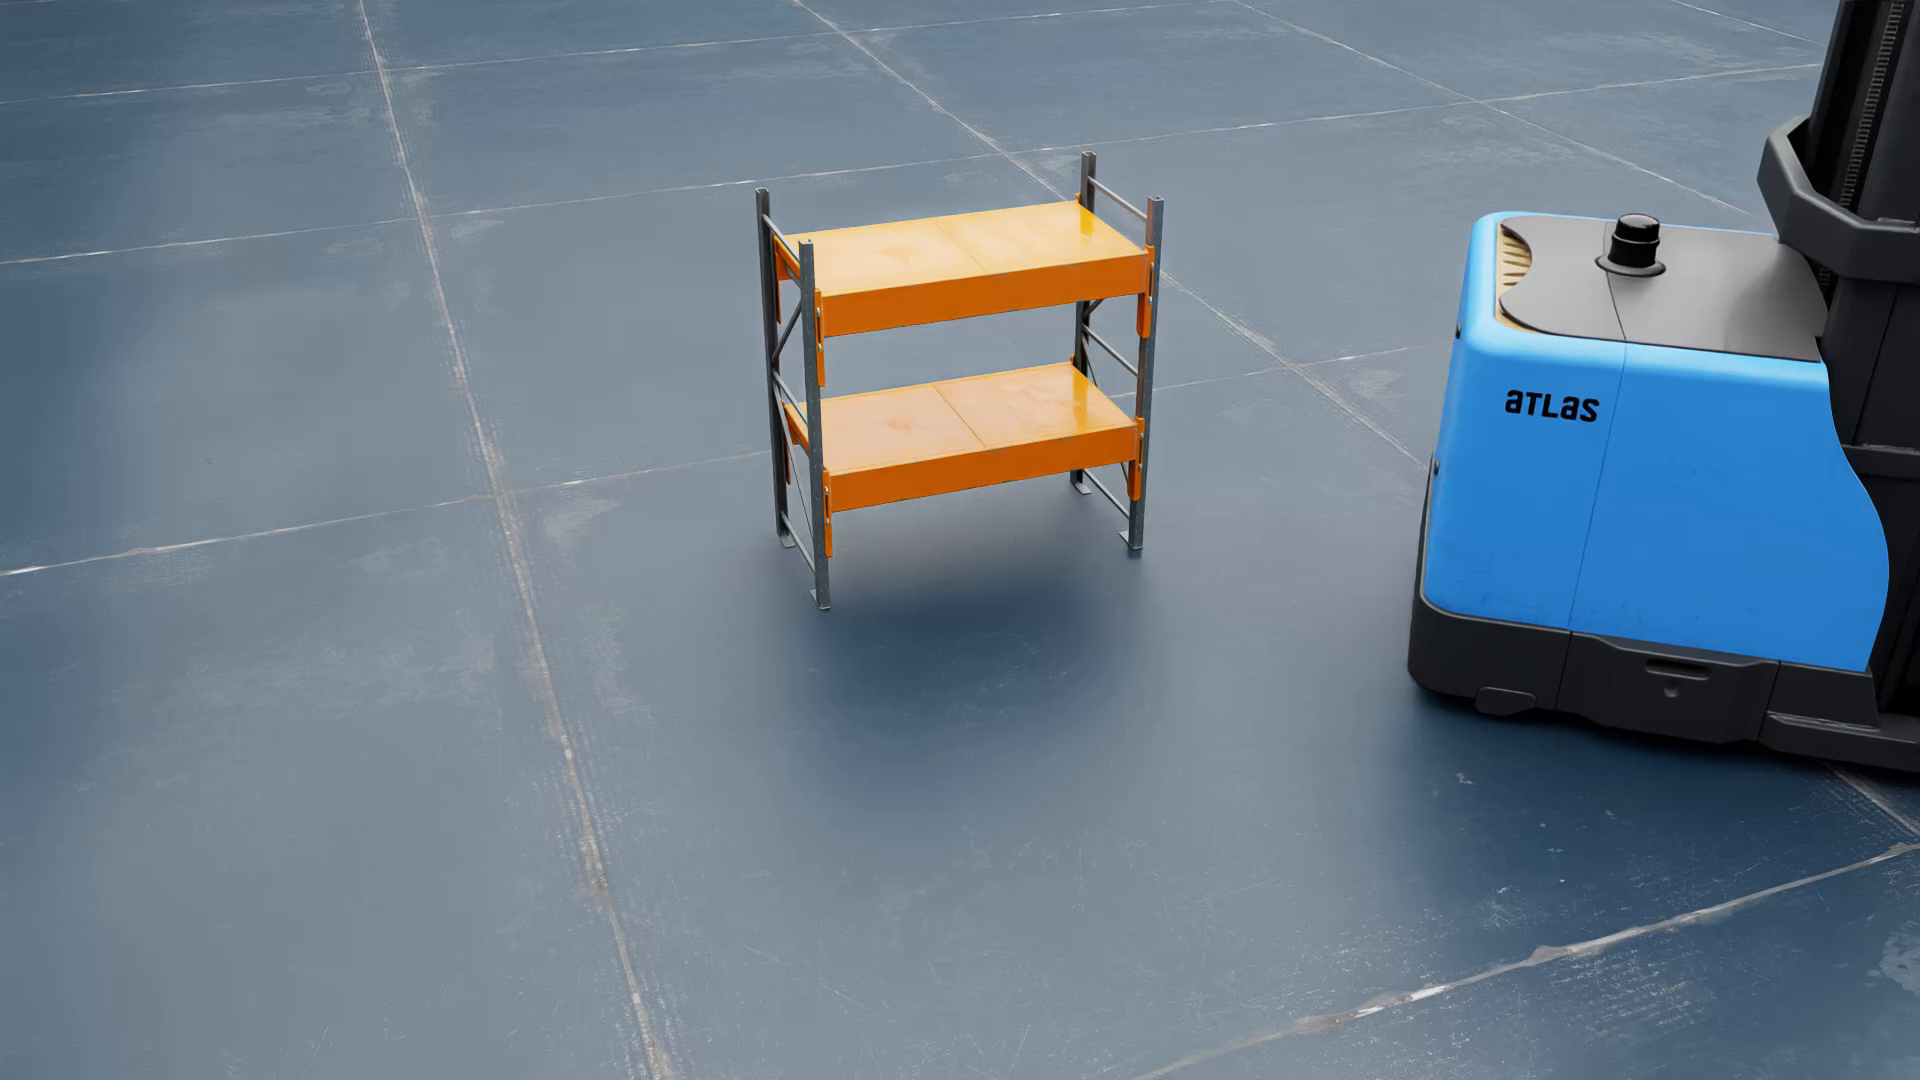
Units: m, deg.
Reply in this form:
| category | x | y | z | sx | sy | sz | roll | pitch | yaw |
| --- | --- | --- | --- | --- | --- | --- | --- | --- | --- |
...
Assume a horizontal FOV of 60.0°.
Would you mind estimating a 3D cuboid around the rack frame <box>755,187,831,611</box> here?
| category | x | y | z | sx | sy | sz | roll | pitch | yaw |
| --- | --- | --- | --- | --- | --- | --- | --- | --- | --- |
| rack frame | -0.483 | -0.400 | 4.815 | 0.032 | 1.125 | 0.500 | -10 | 31 | -18 |

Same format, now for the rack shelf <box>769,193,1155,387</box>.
| category | x | y | z | sx | sy | sz | roll | pitch | yaw |
| --- | --- | --- | --- | --- | --- | --- | --- | --- | --- |
| rack shelf | -0.006 | -0.742 | 4.825 | 1.000 | 0.278 | 0.538 | -10 | 31 | -18 |

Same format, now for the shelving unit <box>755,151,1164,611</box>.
| category | x | y | z | sx | sy | sz | roll | pitch | yaw |
| --- | --- | --- | --- | --- | --- | --- | --- | --- | --- |
| shelving unit | -0.006 | -0.488 | 4.969 | 1.048 | 1.125 | 0.538 | -10 | 31 | -18 |

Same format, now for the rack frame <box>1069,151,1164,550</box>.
| category | x | y | z | sx | sy | sz | roll | pitch | yaw |
| --- | --- | --- | --- | --- | --- | --- | --- | --- | --- |
| rack frame | 0.470 | -0.575 | 5.124 | 0.032 | 1.125 | 0.500 | -10 | 31 | -18 |

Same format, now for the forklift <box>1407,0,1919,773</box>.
| category | x | y | z | sx | sy | sz | roll | pitch | yaw |
| --- | --- | --- | --- | --- | --- | --- | --- | --- | --- |
| forklift | 2.783 | -0.860 | 3.799 | 3.031 | 2.935 | 1.130 | 8 | 31 | 14 |

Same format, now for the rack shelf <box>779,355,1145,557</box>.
| category | x | y | z | sx | sy | sz | roll | pitch | yaw |
| --- | --- | --- | --- | --- | --- | --- | --- | --- | --- |
| rack shelf | -0.006 | -0.275 | 5.091 | 1.000 | 0.278 | 0.538 | -10 | 31 | -18 |
